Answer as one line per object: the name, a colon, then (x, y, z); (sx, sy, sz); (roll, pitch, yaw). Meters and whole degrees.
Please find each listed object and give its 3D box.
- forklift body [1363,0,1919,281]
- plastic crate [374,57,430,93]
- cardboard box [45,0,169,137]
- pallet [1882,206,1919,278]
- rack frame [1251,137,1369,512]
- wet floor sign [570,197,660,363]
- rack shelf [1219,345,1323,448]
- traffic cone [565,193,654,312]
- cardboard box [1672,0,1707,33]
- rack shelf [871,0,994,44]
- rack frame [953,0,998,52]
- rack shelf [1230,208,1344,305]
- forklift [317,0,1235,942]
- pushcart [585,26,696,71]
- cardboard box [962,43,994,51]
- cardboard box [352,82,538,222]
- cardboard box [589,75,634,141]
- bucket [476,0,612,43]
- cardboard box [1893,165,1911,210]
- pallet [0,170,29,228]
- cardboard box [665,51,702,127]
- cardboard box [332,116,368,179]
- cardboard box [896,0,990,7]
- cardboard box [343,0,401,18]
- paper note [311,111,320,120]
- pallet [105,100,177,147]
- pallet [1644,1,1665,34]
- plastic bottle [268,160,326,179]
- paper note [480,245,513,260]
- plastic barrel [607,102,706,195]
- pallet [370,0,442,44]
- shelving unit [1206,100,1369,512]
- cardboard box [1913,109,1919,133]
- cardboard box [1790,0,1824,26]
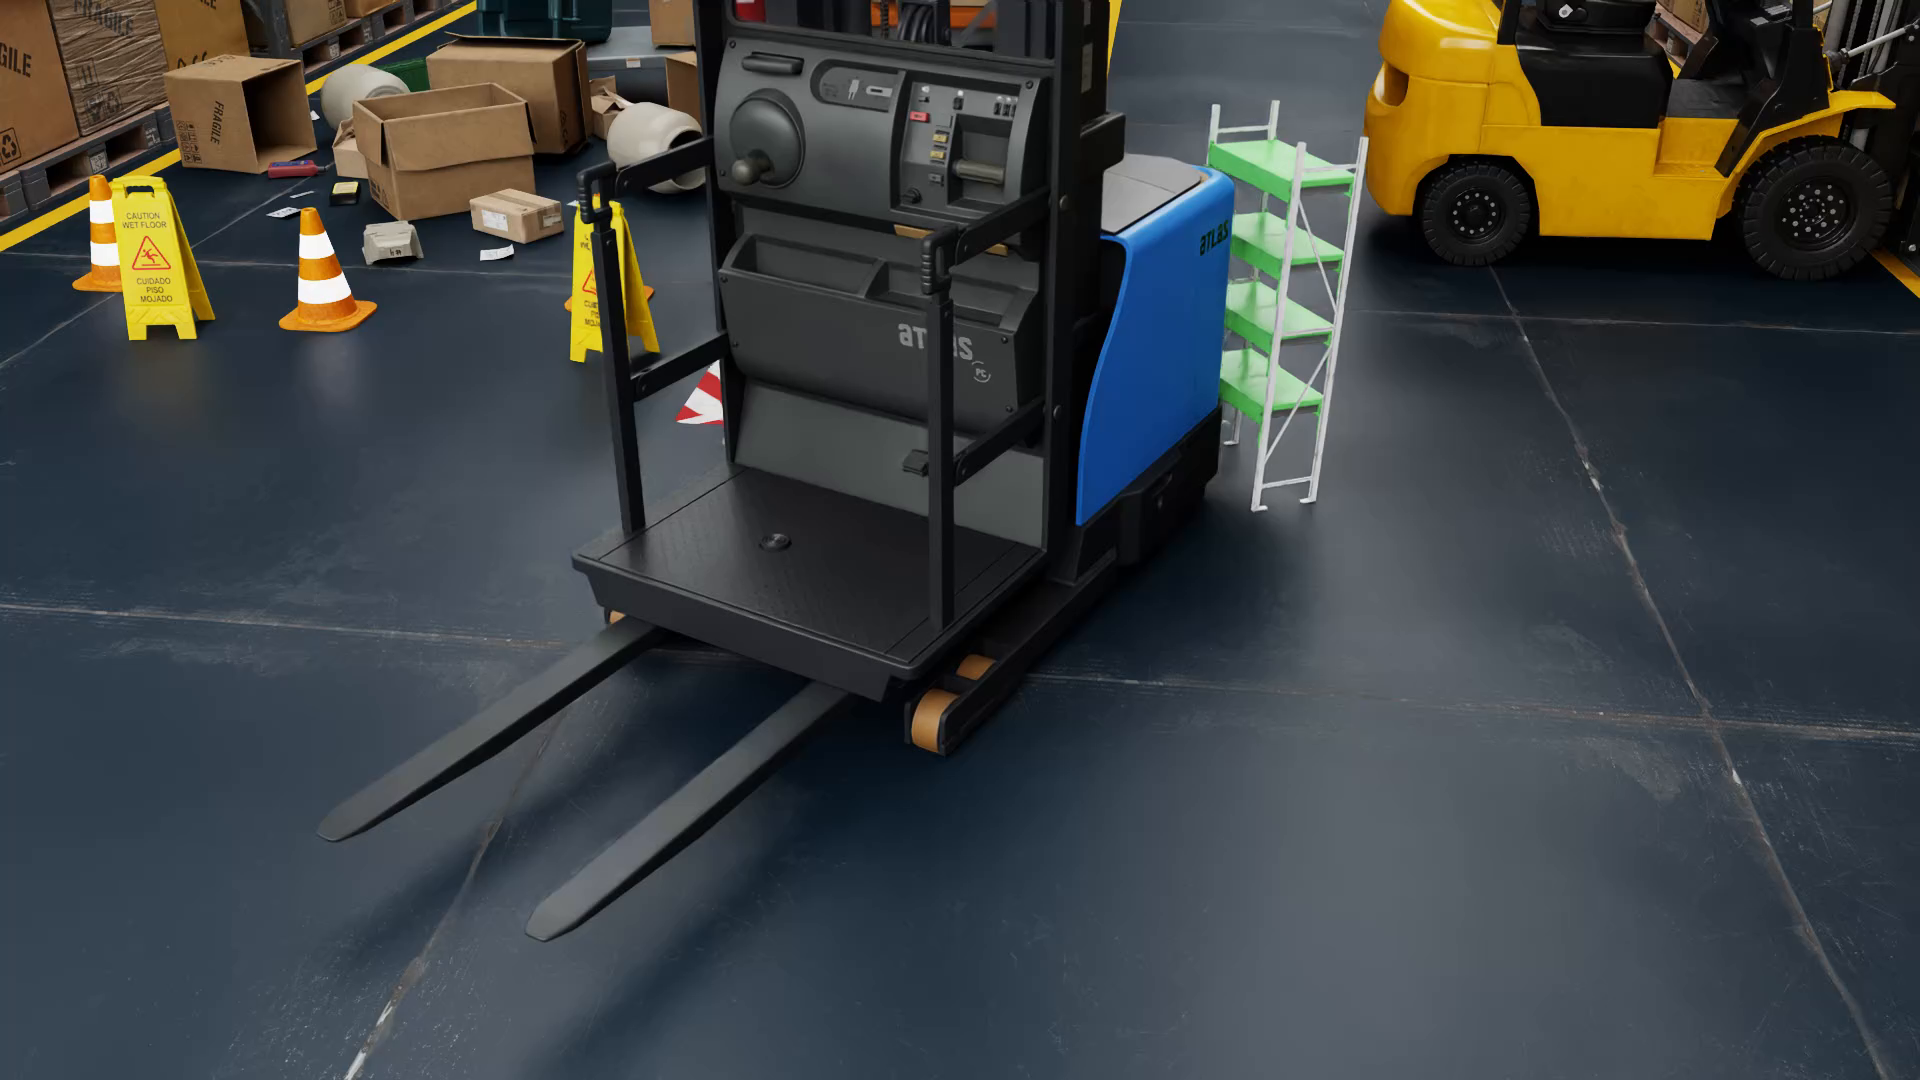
forklift body: (3.067, -2.415, 7.465); (2.313, 2.155, 1.214); (3, 28, 6)
plastic crate: (-3.438, -2.829, 10.243); (0.450, 0.188, 0.662); (9, 28, 37)
cardboard box: (-4.970, -2.733, 8.958); (0.875, 0.875, 0.875); (4, 29, 7)
pallet: (4.849, -1.498, 7.807); (1.003, 0.211, 1.213); (3, 28, 6)
rack frame: (1.080, -0.646, 5.174); (0.240, 1.200, 0.015); (-9, 30, -21)
wet floor sign: (-1.367, -1.013, 6.450); (0.267, 0.644, 0.232); (14, 31, 24)
rack shelf: (0.976, -0.483, 5.512); (0.258, 0.148, 0.480); (-9, 30, -21)
traffic cone: (-1.509, -1.238, 7.059); (0.336, 0.463, 0.334); (3, 28, 6)
cardboard box: (5.381, -3.778, 11.160); (0.875, 0.625, 0.625); (2, 28, 4)
rack shelf: (-0.037, -2.702, 7.861); (1.077, 0.370, 4.000); (3, 28, 6)
rack frame: (-0.282, -2.077, 5.943); (1.000, 3.000, 0.127); (3, 28, 6)
rack shelf: (0.992, -0.909, 5.290); (0.258, 0.148, 0.480); (-9, 30, -21)
forklift: (-0.333, -0.994, 4.006); (1.130, 2.935, 3.031); (16, 32, 27)
pushcart: (-2.061, -2.914, 10.262); (1.648, 0.377, 0.936); (-6, 29, -11)
cardboard box: (0.154, -2.003, 7.470); (0.500, 0.500, 0.500); (2, 28, 4)
cardboard box: (-2.579, -1.952, 8.342); (0.797, 0.503, 0.637); (-17, 33, -29)
cardboard box: (-2.022, -2.497, 9.606); (0.258, 0.266, 0.396); (-17, 33, -29)
bucket: (-2.445, -3.230, 9.932); (0.726, 0.611, 0.620); (14, 21, 24)
cardboard box: (4.571, -1.718, 7.733); (0.500, 0.250, 0.500); (4, 29, 8)
pallet: (-5.187, -1.470, 7.757); (1.003, 0.211, 1.213); (3, 28, 6)
cardboard box: (-1.273, -2.435, 9.240); (0.500, 0.500, 0.500); (-24, 36, -37)
cardboard box: (-3.100, -2.080, 8.831); (0.396, 0.266, 0.258); (8, 29, 15)
cardboard box: (-0.035, -2.114, 6.277); (0.380, 0.149, 0.250); (3, 29, 6)
cardboard box: (-4.608, -4.146, 11.712); (1.050, 0.750, 0.750); (3, 28, 6)
paper note: (-3.901, -2.524, 9.902); (0.147, 0.020, 0.142); (-17, 33, -29)
pallet: (-4.888, -2.619, 9.889); (1.003, 0.211, 1.213); (3, 28, 6)
pallet: (5.485, -3.943, 12.347); (1.003, 0.211, 1.213); (3, 28, 6)
plastic bottle: (-3.525, -1.976, 8.853); (0.283, 0.061, 0.133); (-6, 29, -11)
paper note: (-2.142, -1.331, 7.687); (0.148, 0.019, 0.142); (-6, 29, -11)
plastic barrel: (-1.531, -2.003, 8.522); (0.421, 0.421, 0.512); (-24, 36, -37)
pallet: (-4.550, -3.916, 12.296); (1.003, 0.211, 1.213); (3, 28, 6)
shelving unit: (0.986, -0.752, 5.372); (0.258, 1.200, 0.503); (-9, 30, -21)
cardboard box: (4.574, -1.947, 7.631); (0.500, 0.250, 0.500); (3, 28, 6)
cardboard box: (4.764, -2.878, 8.832); (0.500, 0.250, 0.500); (3, 28, 5)
